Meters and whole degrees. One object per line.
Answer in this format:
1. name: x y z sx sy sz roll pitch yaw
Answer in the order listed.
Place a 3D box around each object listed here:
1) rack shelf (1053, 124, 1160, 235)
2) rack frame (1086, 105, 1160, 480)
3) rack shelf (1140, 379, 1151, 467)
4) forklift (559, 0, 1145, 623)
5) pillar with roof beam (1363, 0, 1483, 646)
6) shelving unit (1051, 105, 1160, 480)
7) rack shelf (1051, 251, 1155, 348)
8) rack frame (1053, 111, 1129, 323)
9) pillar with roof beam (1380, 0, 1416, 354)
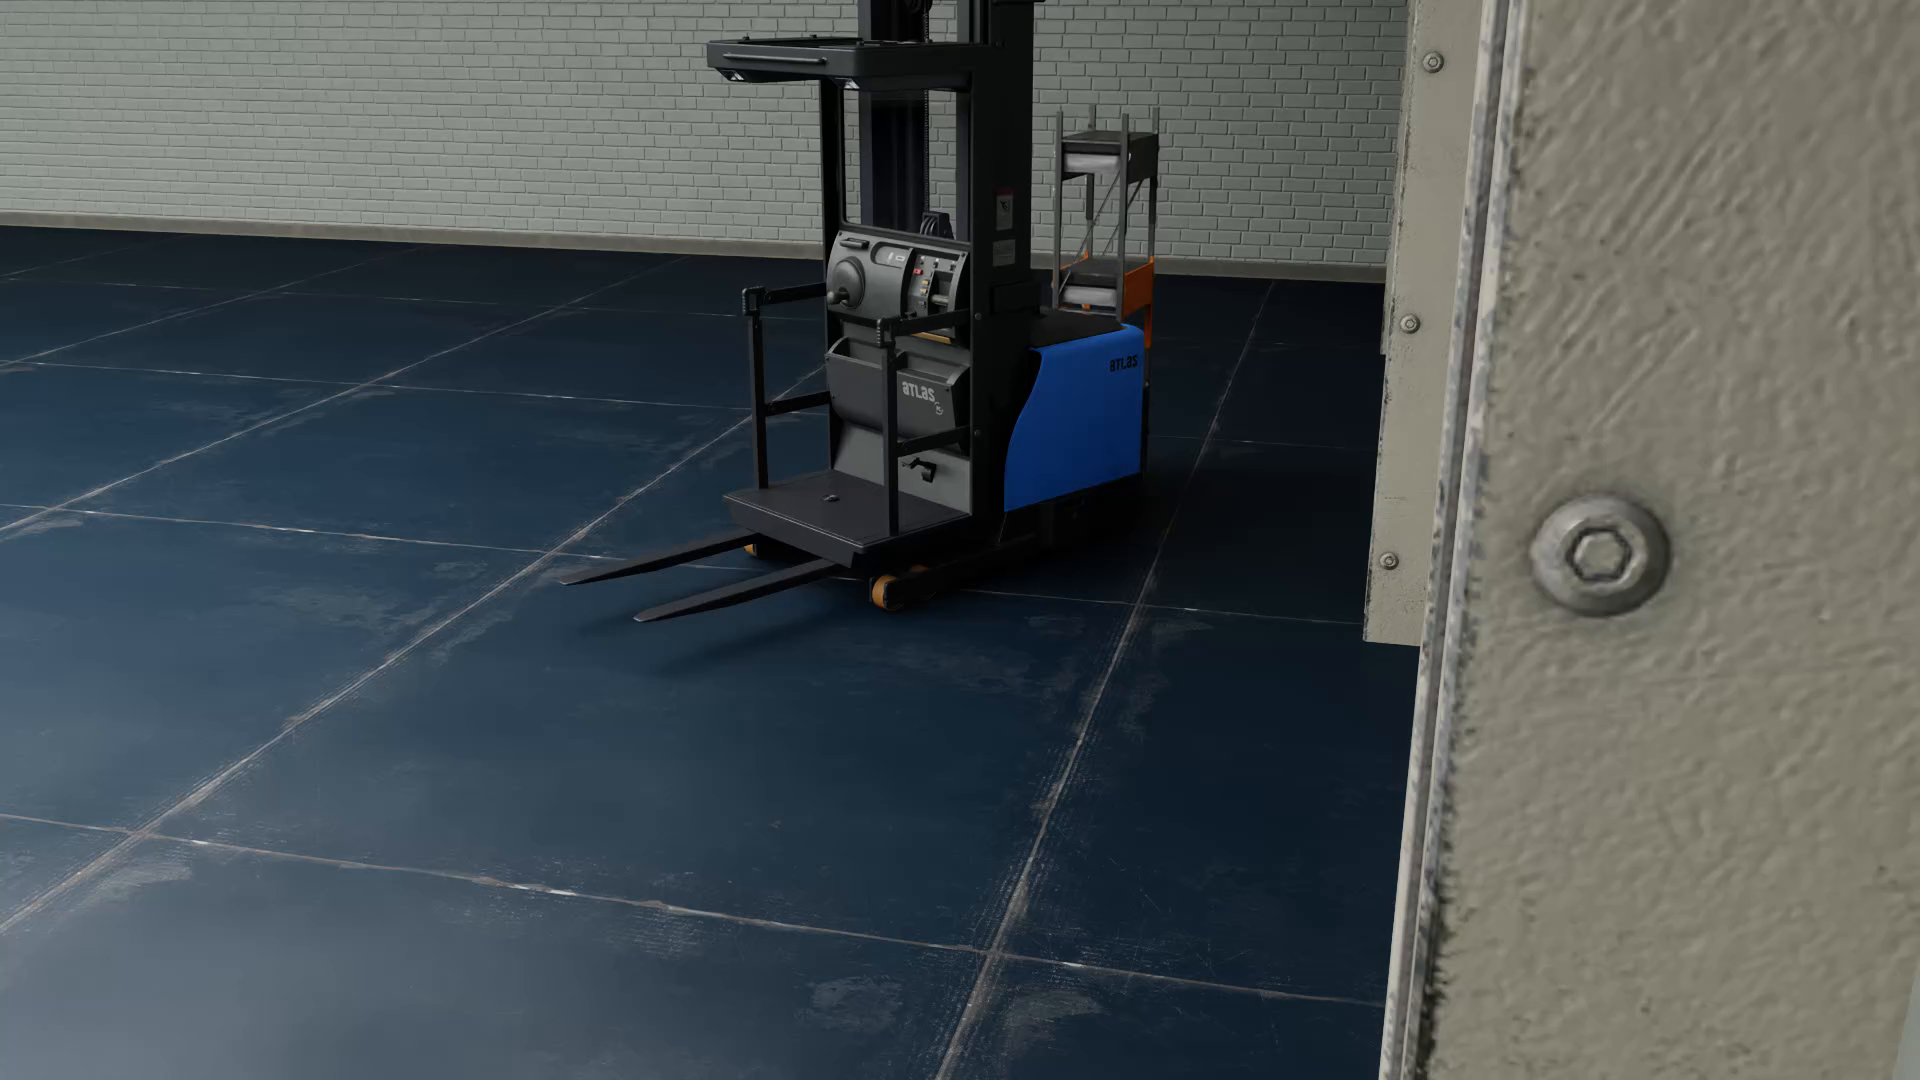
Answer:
1. rack shelf: 0.792 -1.952 8.975 0.431 0.518 0.480 9 21 24
2. rack frame: 0.896 -1.374 9.406 0.400 2.100 0.015 9 21 24
3. rack shelf: 0.792 -0.627 9.428 0.431 0.518 0.480 9 21 24
4. forklift: -0.458 -1.248 7.753 3.031 2.935 1.130 -17 25 -40
5. pillar with roof beam: -2.200 -4.203 7.017 9.100 9.000 0.400 5 19 13
6. shelving unit: 0.792 -1.302 9.197 0.431 2.100 0.503 9 21 24
7. rack shelf: 0.792 -1.289 9.202 0.431 0.518 0.480 9 21 24
8. rack frame: 0.688 -1.231 8.988 0.400 2.100 0.015 9 21 24
9. pillar with roof beam: -0.734 -6.084 12.523 9.100 9.000 0.400 5 19 13
